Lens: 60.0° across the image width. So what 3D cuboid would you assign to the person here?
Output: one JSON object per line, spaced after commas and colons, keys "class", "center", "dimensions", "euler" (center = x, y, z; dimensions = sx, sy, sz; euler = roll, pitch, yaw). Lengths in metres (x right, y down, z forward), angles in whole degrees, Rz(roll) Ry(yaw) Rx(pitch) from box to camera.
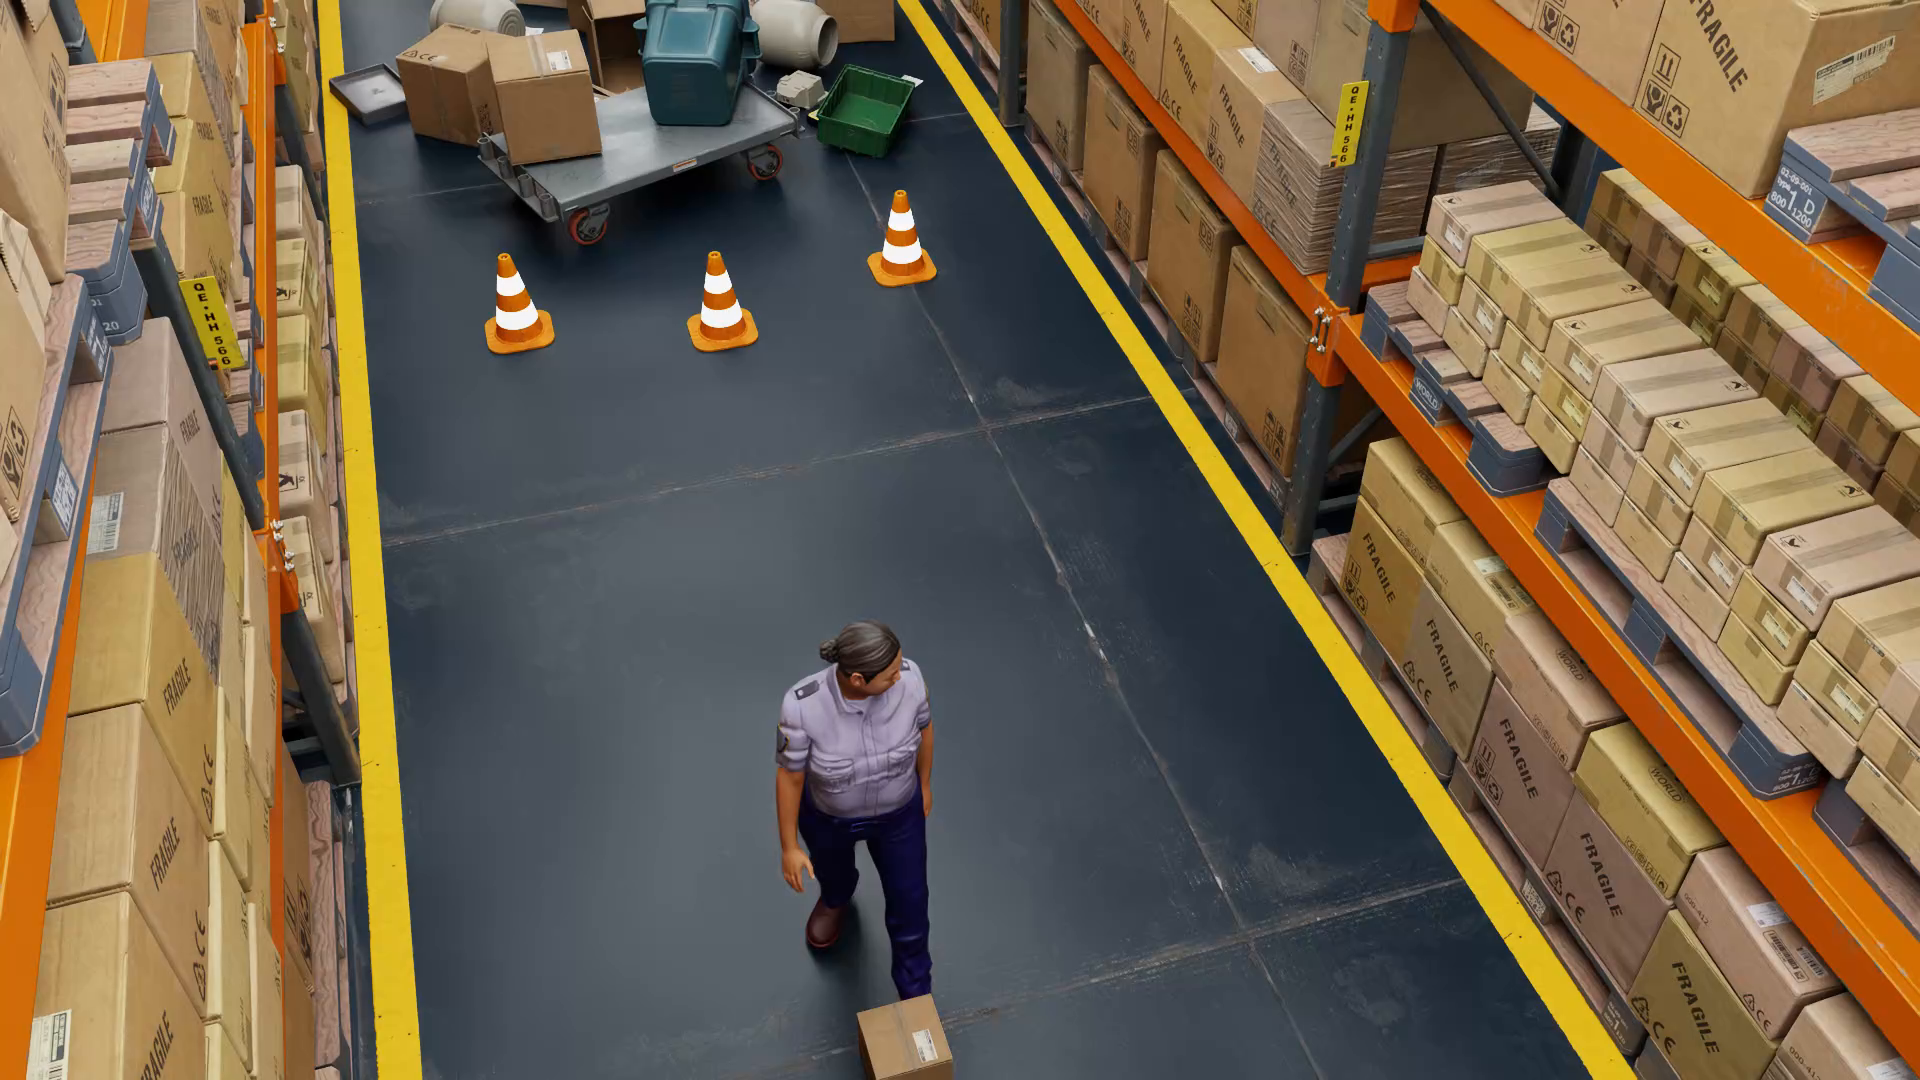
{"class": "person", "center": [-0.312, 0.881, 5.191], "dimensions": [0.513, 1.625, 0.746], "euler": [-7, 43, -7]}
